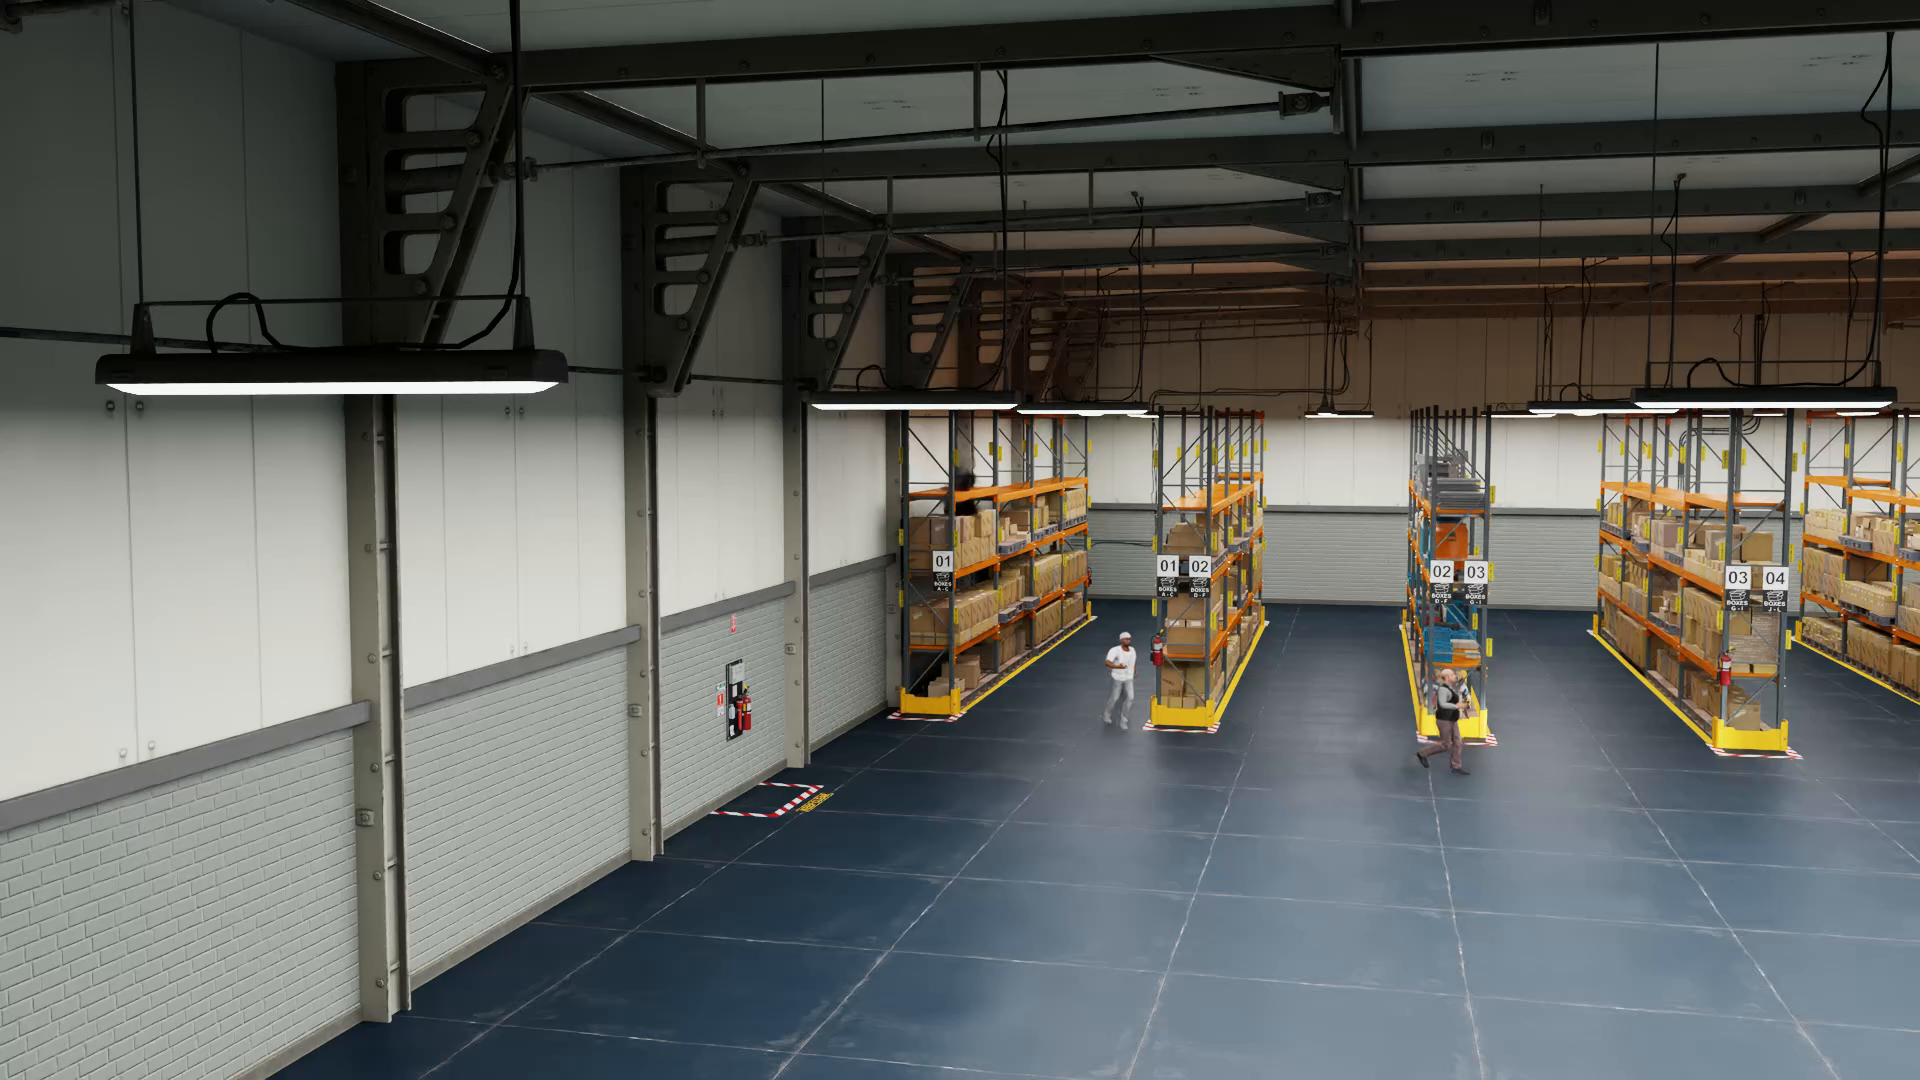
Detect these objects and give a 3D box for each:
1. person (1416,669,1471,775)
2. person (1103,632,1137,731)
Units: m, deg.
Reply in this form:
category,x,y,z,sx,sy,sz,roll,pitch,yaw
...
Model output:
category,x,y,z,sx,sy,sz,roll,pitch,yaw
person,7.846,2.927,26.911,0.859,1.701,0.673,2,5,30
person,3.029,2.608,31.028,0.729,1.795,0.783,-2,4,-21
